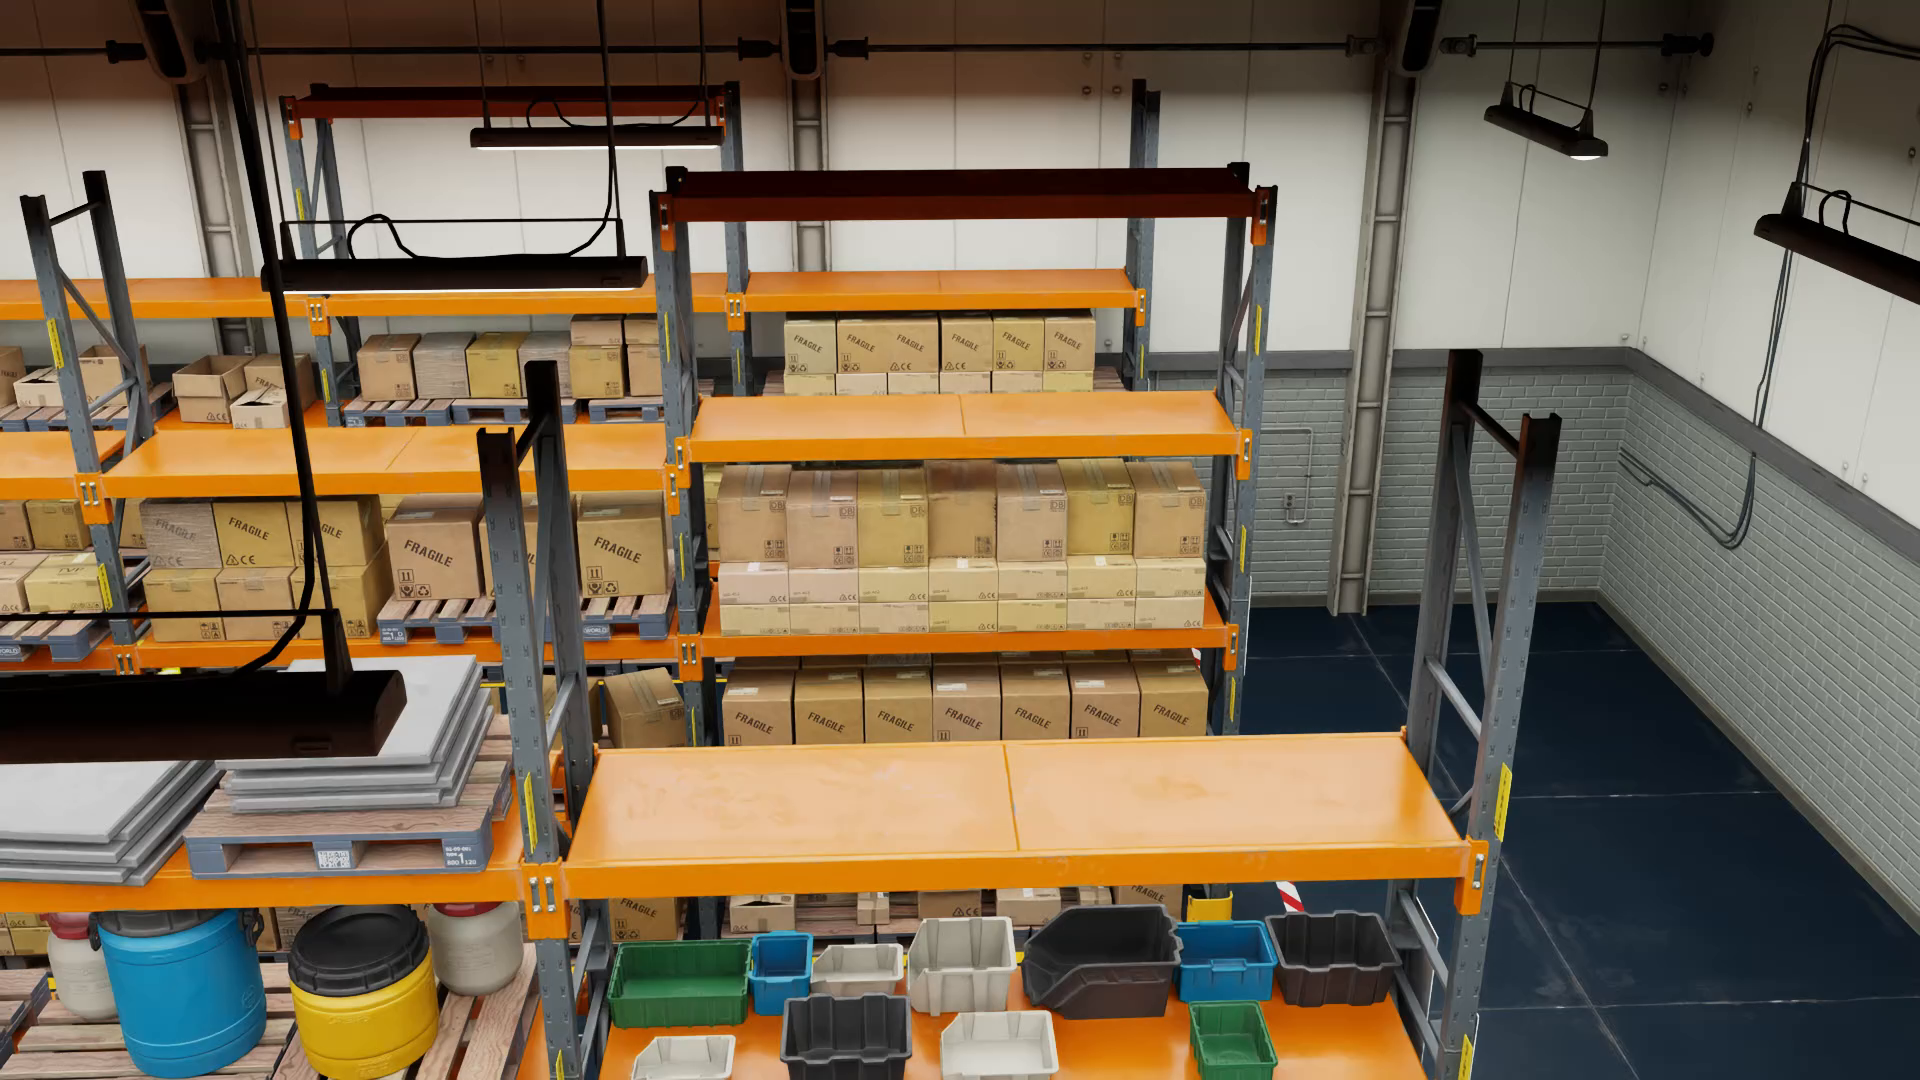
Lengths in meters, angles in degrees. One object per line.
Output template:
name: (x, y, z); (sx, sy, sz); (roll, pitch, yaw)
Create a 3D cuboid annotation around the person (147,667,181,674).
person: (-6.869, 1.621, 14.866); (0.667, 1.743, 0.642); (-9, 24, -21)
